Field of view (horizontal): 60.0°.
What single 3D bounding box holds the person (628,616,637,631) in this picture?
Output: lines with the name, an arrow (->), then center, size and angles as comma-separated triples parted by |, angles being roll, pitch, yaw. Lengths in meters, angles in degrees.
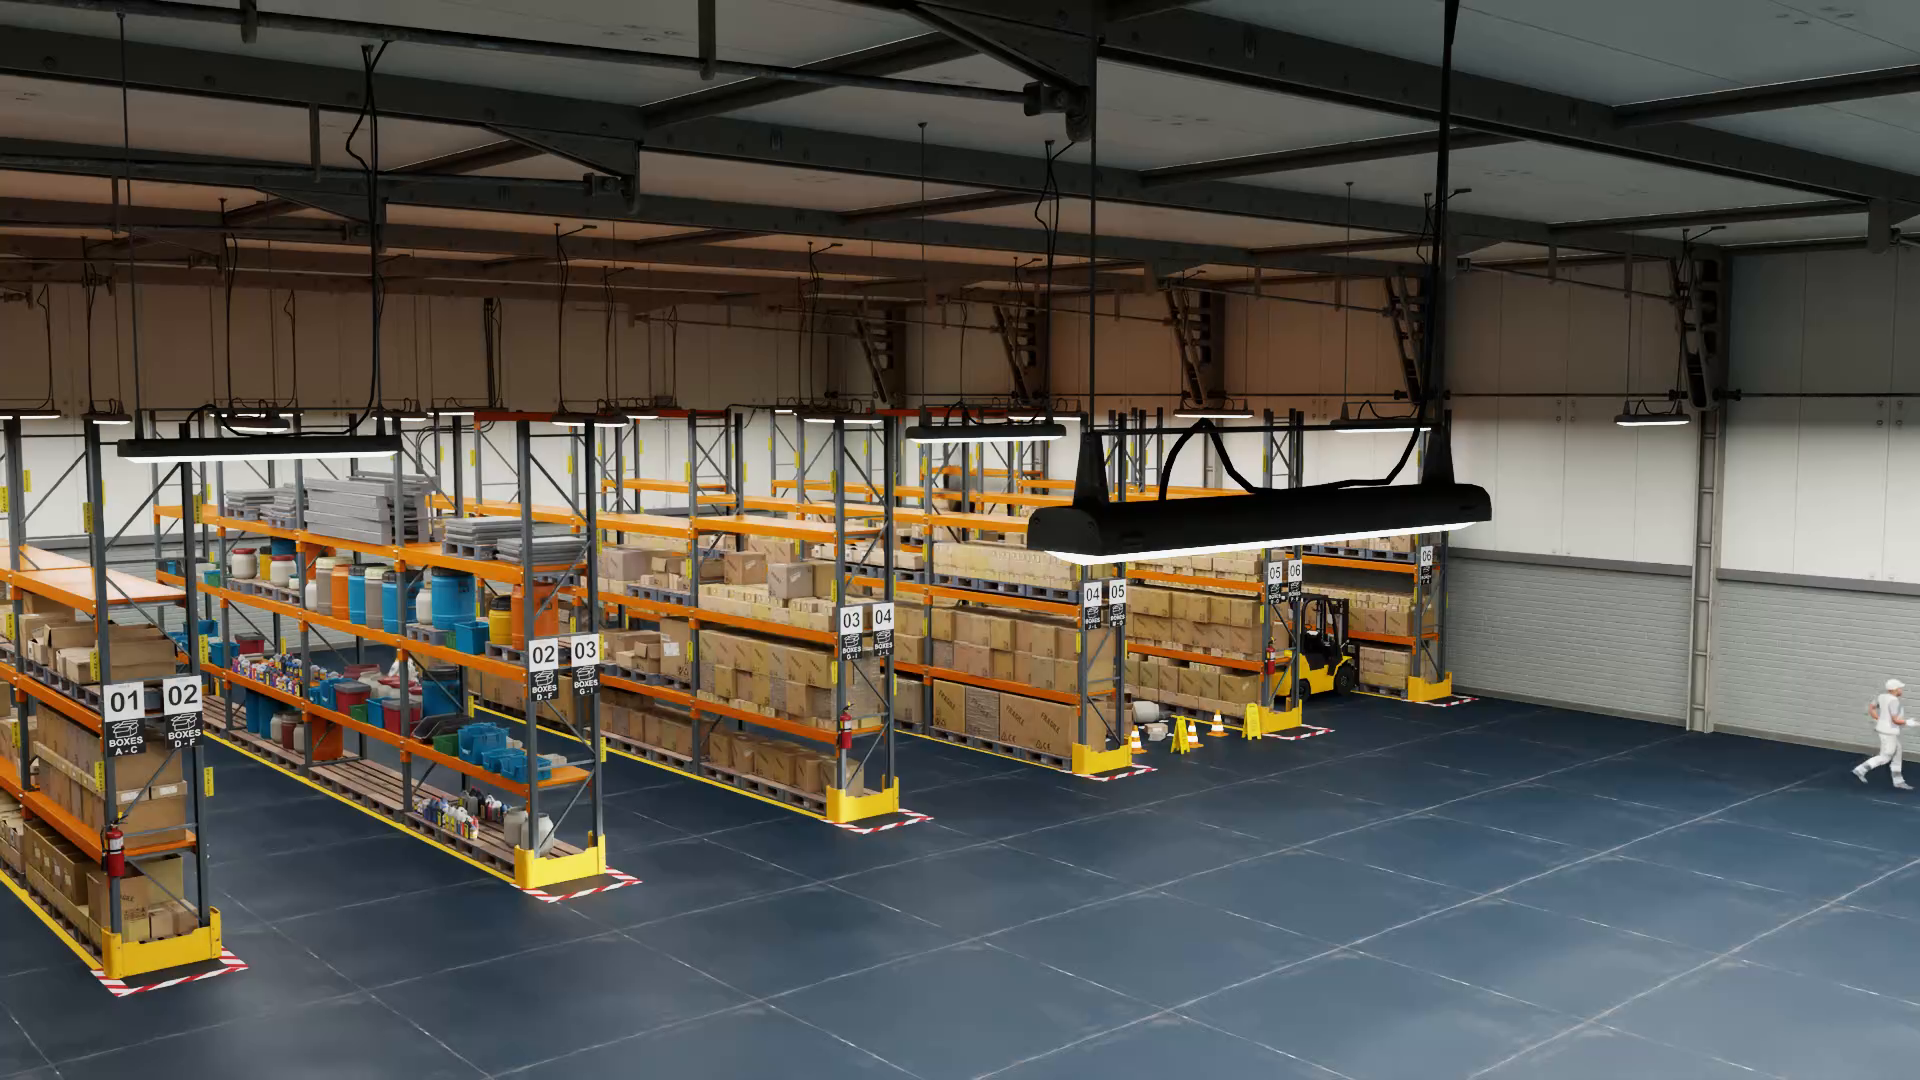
person -> -8.167, 1.882, 41.322 | 0.639, 1.652, 0.698 | 0, 5, 0

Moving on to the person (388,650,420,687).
person -> -10.405, 2.777, 31.242 | 0.554, 1.655, 0.616 | 4, 6, 36

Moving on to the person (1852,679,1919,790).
person -> 14.799, 3.105, 26.613 | 0.953, 1.787, 0.636 | 1, 5, 11
